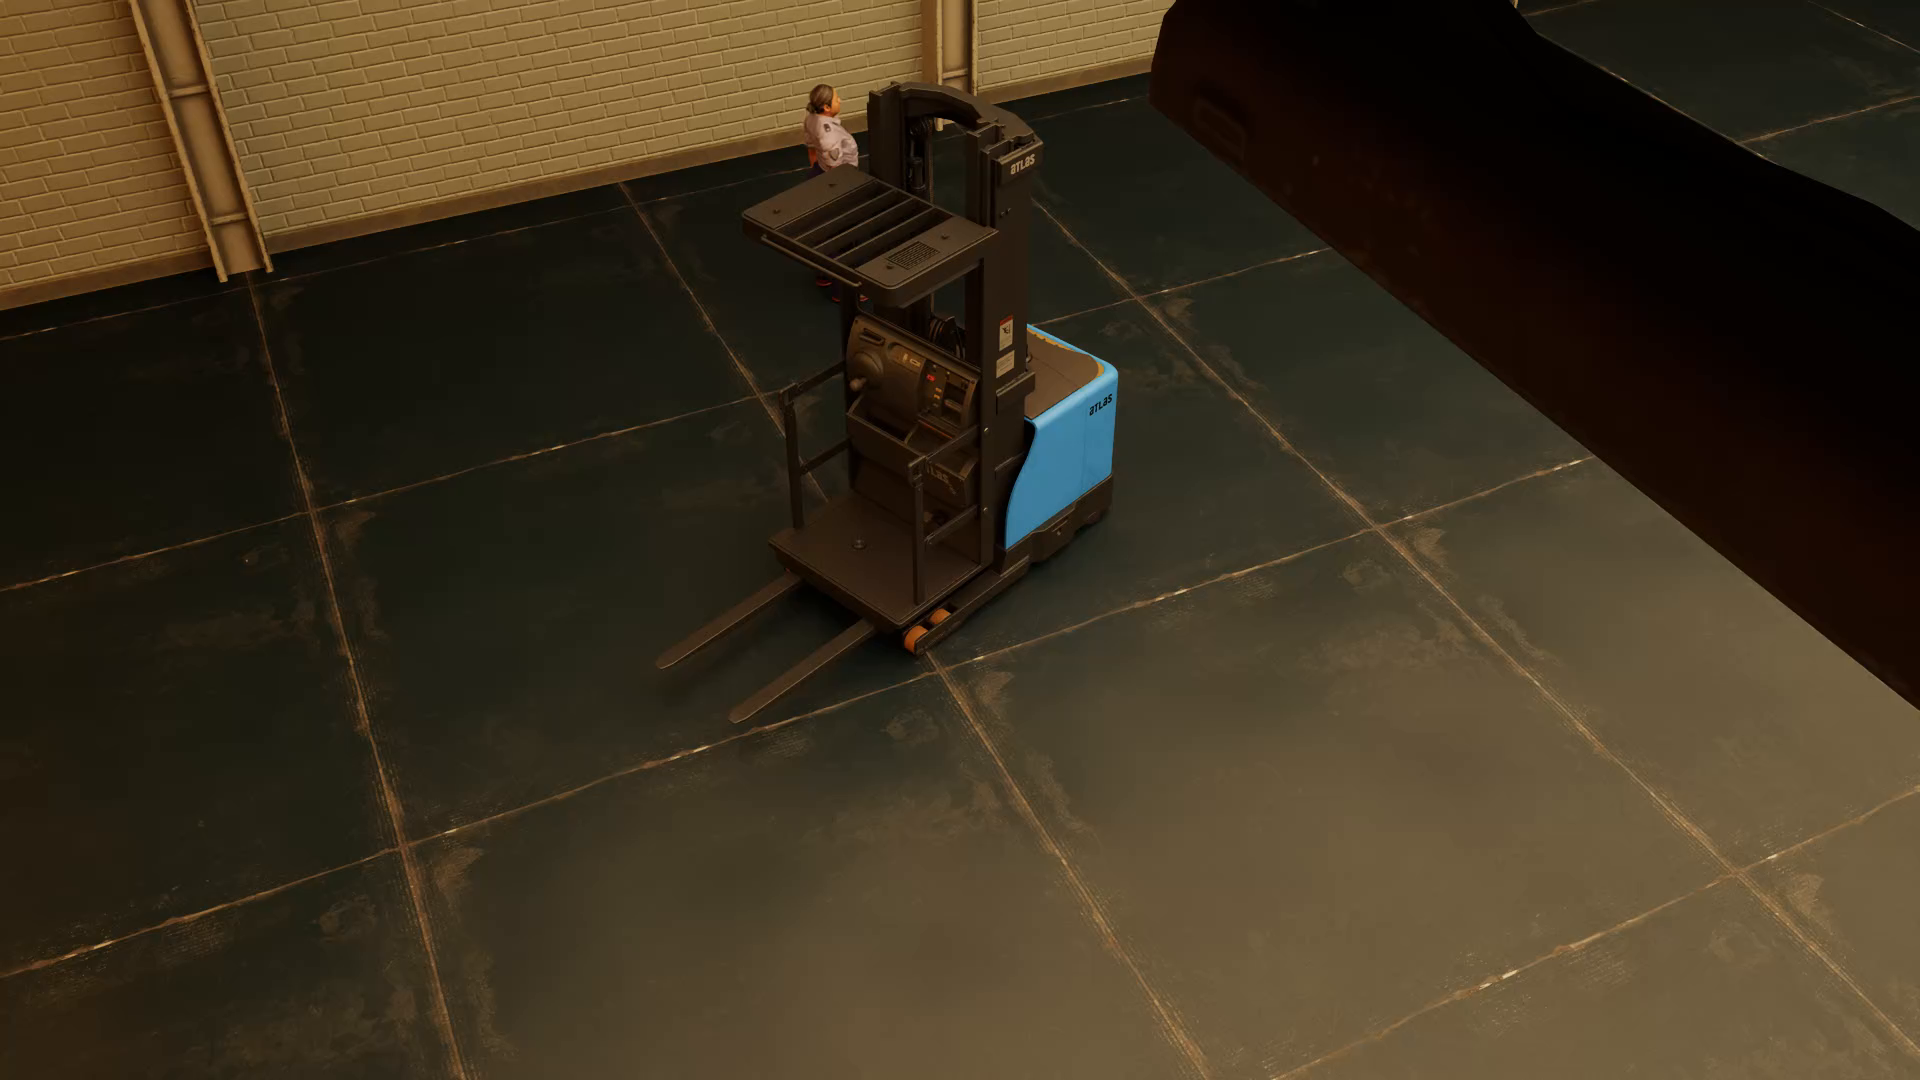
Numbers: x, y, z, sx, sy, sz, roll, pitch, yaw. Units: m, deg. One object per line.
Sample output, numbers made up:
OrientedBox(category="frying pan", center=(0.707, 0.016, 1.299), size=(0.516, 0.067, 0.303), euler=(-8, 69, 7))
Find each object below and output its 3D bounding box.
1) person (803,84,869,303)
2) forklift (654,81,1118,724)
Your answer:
OrientedBox(category="person", center=(-0.908, -2.521, 12.045), size=(0.364, 1.650, 0.474), euler=(-18, 43, -20))
OrientedBox(category="forklift", center=(-0.413, -0.839, 9.021), size=(1.130, 2.935, 3.031), euler=(31, 49, 31))
